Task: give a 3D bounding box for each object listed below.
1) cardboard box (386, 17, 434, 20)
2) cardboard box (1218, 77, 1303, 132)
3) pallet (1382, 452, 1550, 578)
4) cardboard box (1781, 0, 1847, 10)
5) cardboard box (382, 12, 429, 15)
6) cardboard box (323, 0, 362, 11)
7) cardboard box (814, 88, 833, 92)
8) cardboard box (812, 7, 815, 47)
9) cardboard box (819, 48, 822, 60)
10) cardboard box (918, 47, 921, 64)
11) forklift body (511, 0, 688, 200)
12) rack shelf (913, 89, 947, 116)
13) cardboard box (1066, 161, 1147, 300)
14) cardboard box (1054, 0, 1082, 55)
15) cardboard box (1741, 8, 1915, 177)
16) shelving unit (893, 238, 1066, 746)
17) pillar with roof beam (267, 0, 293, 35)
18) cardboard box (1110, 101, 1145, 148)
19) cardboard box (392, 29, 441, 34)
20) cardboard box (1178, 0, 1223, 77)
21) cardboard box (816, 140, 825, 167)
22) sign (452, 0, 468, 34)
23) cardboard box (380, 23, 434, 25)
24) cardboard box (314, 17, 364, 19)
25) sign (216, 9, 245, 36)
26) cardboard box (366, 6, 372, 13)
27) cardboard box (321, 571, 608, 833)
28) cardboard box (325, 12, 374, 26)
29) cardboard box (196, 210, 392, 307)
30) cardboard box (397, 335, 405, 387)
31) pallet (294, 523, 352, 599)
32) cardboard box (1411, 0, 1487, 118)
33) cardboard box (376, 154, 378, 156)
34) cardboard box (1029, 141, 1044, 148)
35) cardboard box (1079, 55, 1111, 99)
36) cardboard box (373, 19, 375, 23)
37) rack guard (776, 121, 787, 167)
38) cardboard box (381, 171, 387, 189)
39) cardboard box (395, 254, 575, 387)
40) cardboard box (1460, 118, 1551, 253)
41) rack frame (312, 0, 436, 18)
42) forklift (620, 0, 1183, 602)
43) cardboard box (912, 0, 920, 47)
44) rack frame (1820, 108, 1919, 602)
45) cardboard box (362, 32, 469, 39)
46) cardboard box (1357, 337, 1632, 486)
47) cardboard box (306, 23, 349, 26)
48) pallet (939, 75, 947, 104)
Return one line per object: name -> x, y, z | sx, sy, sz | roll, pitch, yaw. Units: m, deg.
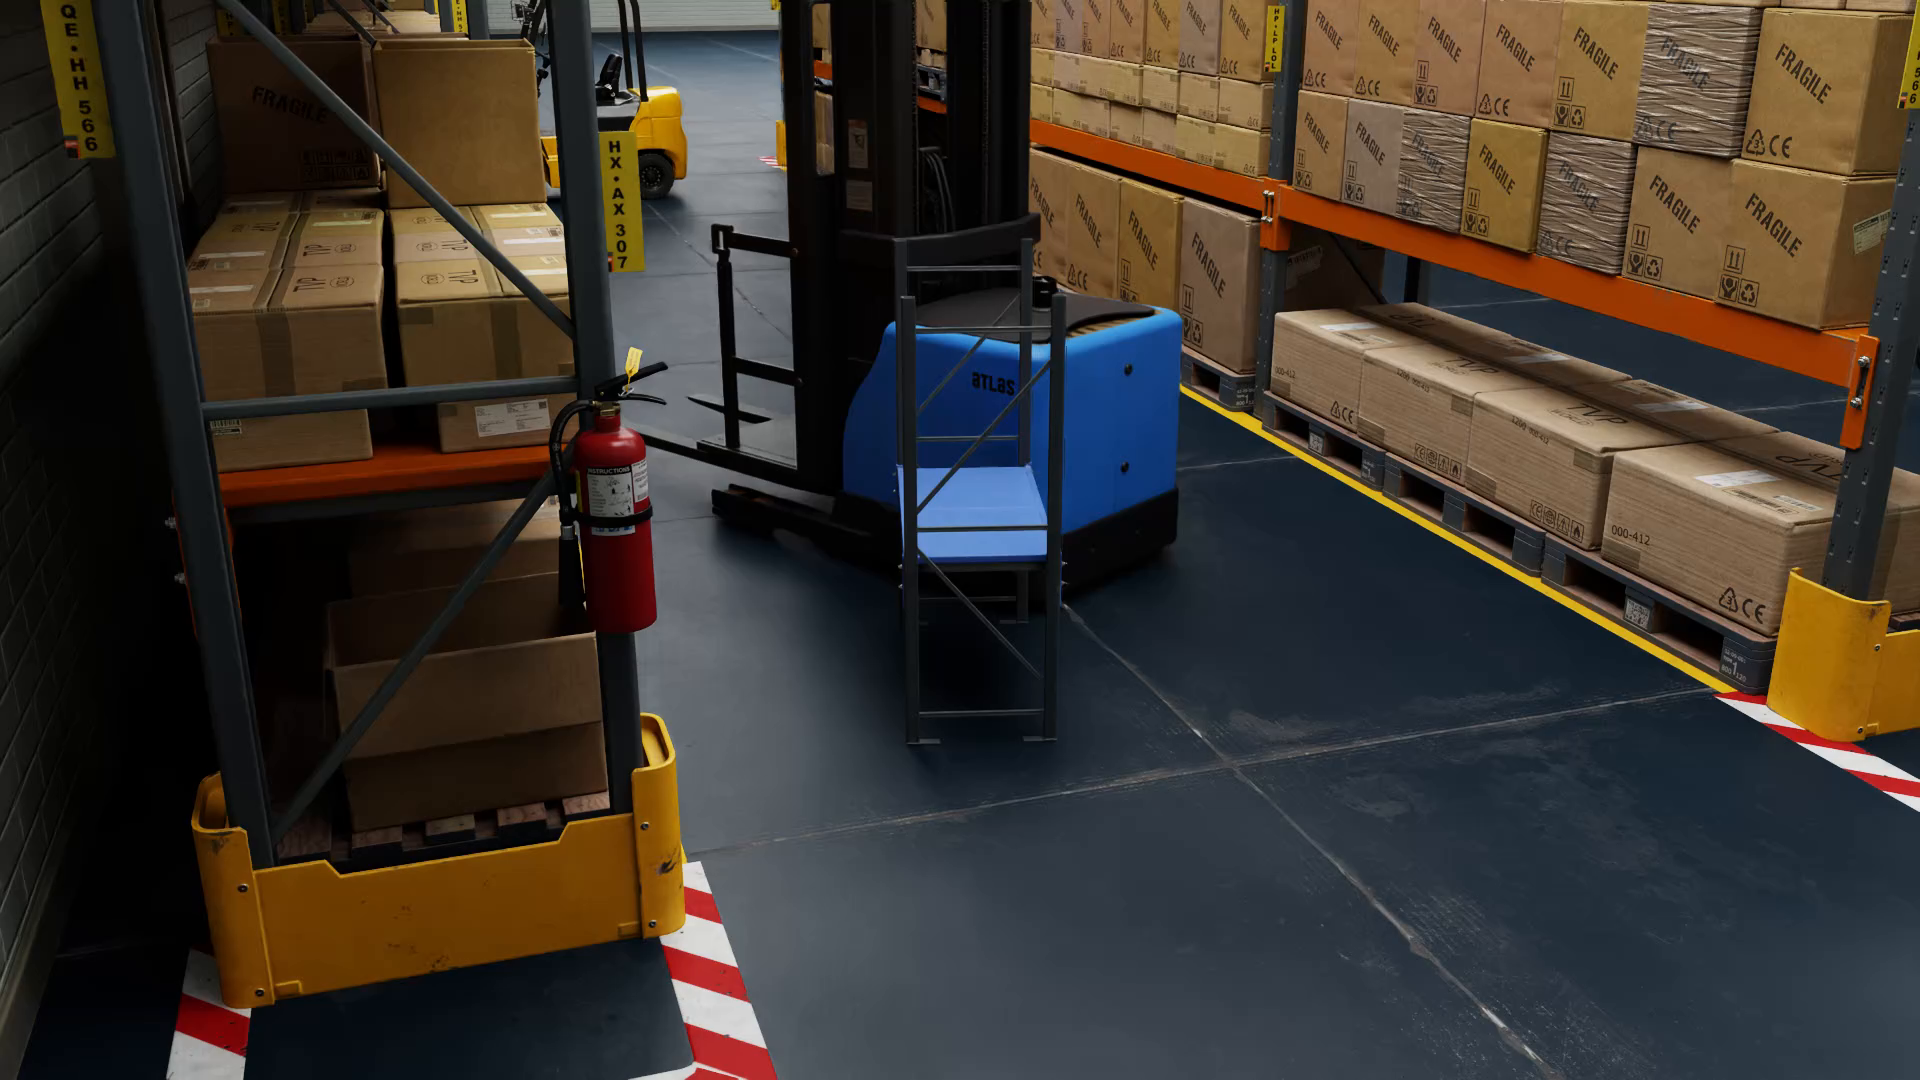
cardboard box -> -4.339, -4.037, 13.111 | 0.380, 0.149, 0.250 | -6, 21, -17
cardboard box -> 1.770, -2.419, 9.197 | 0.500, 0.250, 0.500 | -6, 21, -17
pallet -> 2.691, -0.182, 7.611 | 1.003, 0.211, 1.213 | -6, 21, -17
cardboard box -> 2.991, -1.851, 5.546 | 0.380, 0.149, 0.250 | -6, 21, -16
cardboard box -> -4.670, -4.363, 14.019 | 0.380, 0.149, 0.250 | -7, 21, -18
cardboard box -> -5.474, -4.740, 14.629 | 0.380, 0.149, 0.250 | -6, 21, -17
cardboard box -> -1.465, -4.783, 18.633 | 0.500, 0.500, 0.500 | -7, 21, -19
cardboard box -> -1.420, -5.666, 18.166 | 0.500, 0.500, 0.500 | -7, 21, -18
cardboard box -> -1.334, -5.323, 18.171 | 0.380, 0.149, 0.250 | -6, 21, -15
cardboard box -> -0.153, -4.244, 14.546 | 0.380, 0.149, 0.250 | -6, 21, -17
forklift body -> -4.016, -4.647, 17.173 | 2.313, 2.155, 1.214 | -6, 21, -17
rack shelf -> 0.253, -3.726, 14.416 | 1.077, 0.370, 4.000 | -6, 21, -17
cardboard box -> 1.296, -2.103, 11.356 | 0.875, 0.875, 0.875 | -6, 21, -17
cardboard box -> 0.970, -3.598, 11.369 | 0.500, 0.500, 0.500 | -6, 21, -17
cardboard box -> 3.019, -1.502, 5.535 | 0.500, 0.500, 0.500 | -6, 21, -15
shelving unit -> 0.043, -0.205, 5.768 | 0.538, 1.500, 1.048 | -1, 20, -3
pillar with roof beam -> -2.894, -8.423, 17.554 | 9.100, 9.000, 0.400 | -6, 21, -17
cardboard box -> 1.293, -2.678, 10.658 | 0.500, 0.250, 0.500 | -6, 21, -17
cardboard box -> -3.650, -3.380, 11.282 | 0.380, 0.149, 0.250 | -6, 21, -16
cardboard box -> 1.591, -2.939, 9.533 | 0.500, 0.500, 0.500 | -6, 21, -16
cardboard box -> -1.305, -4.267, 18.305 | 0.500, 0.250, 0.500 | -5, 20, -14
sign -> -3.317, -3.462, 11.023 | 0.100, 0.325, 0.005 | -6, 21, -17
cardboard box -> -4.042, -3.705, 12.187 | 0.380, 0.149, 0.250 | -6, 21, -17
cardboard box -> -4.913, -4.060, 13.175 | 0.380, 0.149, 0.250 | -6, 21, -17
sign -> -3.098, -2.095, 7.099 | 0.100, 0.325, 0.005 | -6, 21, -17
cardboard box -> -5.726, -4.937, 15.617 | 0.380, 0.149, 0.250 | -6, 21, -15
cardboard box -> -1.417, 0.444, 4.814 | 0.797, 0.503, 0.637 | -7, 21, -19
cardboard box -> -5.180, -4.394, 14.106 | 0.380, 0.149, 0.250 | -7, 21, -18
cardboard box -> -2.023, -0.841, 5.101 | 0.500, 0.250, 0.500 | -6, 21, -15
cardboard box -> -1.397, -0.500, 4.744 | 0.380, 0.149, 0.250 | -7, 21, -18
pallet -> -2.357, -0.077, 7.320 | 1.003, 0.211, 1.213 | -6, 21, -17
cardboard box -> 2.362, -2.150, 7.337 | 0.500, 0.500, 0.500 | -6, 21, -16
cardboard box -> -2.673, -1.492, 6.915 | 0.500, 0.250, 0.500 | -7, 21, -18
cardboard box -> 0.579, -4.019, 17.864 | 0.500, 0.500, 0.500 | 8, 21, 20
cardboard box -> 1.113, -3.071, 11.012 | 0.500, 0.250, 0.500 | -6, 21, -17
cardboard box -> -5.954, -4.831, 16.282 | 0.500, 0.500, 0.500 | -6, 21, -16
rack guard -> -1.609, -4.789, 20.010 | 1.175, 0.500, 0.348 | -6, 21, -17
cardboard box -> -1.865, -1.222, 6.162 | 0.500, 0.250, 0.500 | -7, 21, -18
cardboard box -> -1.202, -0.570, 4.349 | 0.500, 0.250, 0.500 | -6, 21, -17
cardboard box -> 2.504, -1.520, 7.063 | 0.500, 0.500, 0.500 | -6, 21, -16
rack frame -> -5.086, -4.178, 14.610 | 1.000, 3.000, 0.127 | -6, 21, -17
forklift -> -0.501, -1.528, 7.334 | 3.031, 2.935, 1.130 | 16, 26, 38
cardboard box -> -0.200, -4.589, 14.547 | 0.500, 0.500, 0.500 | -7, 21, -18
rack frame -> 3.396, -0.855, 5.360 | 1.000, 3.000, 0.127 | -6, 21, -17
cardboard box -> -3.141, -2.636, 9.544 | 0.797, 0.503, 0.637 | -7, 21, -18
cardboard box -> 2.516, -0.631, 7.904 | 0.875, 0.438, 0.875 | -7, 21, -19
cardboard box -> -4.645, -3.726, 12.244 | 0.380, 0.149, 0.250 | -7, 21, -18
pallet -> 0.557, -3.550, 13.145 | 1.213, 0.211, 1.003 | -6, 21, -17
